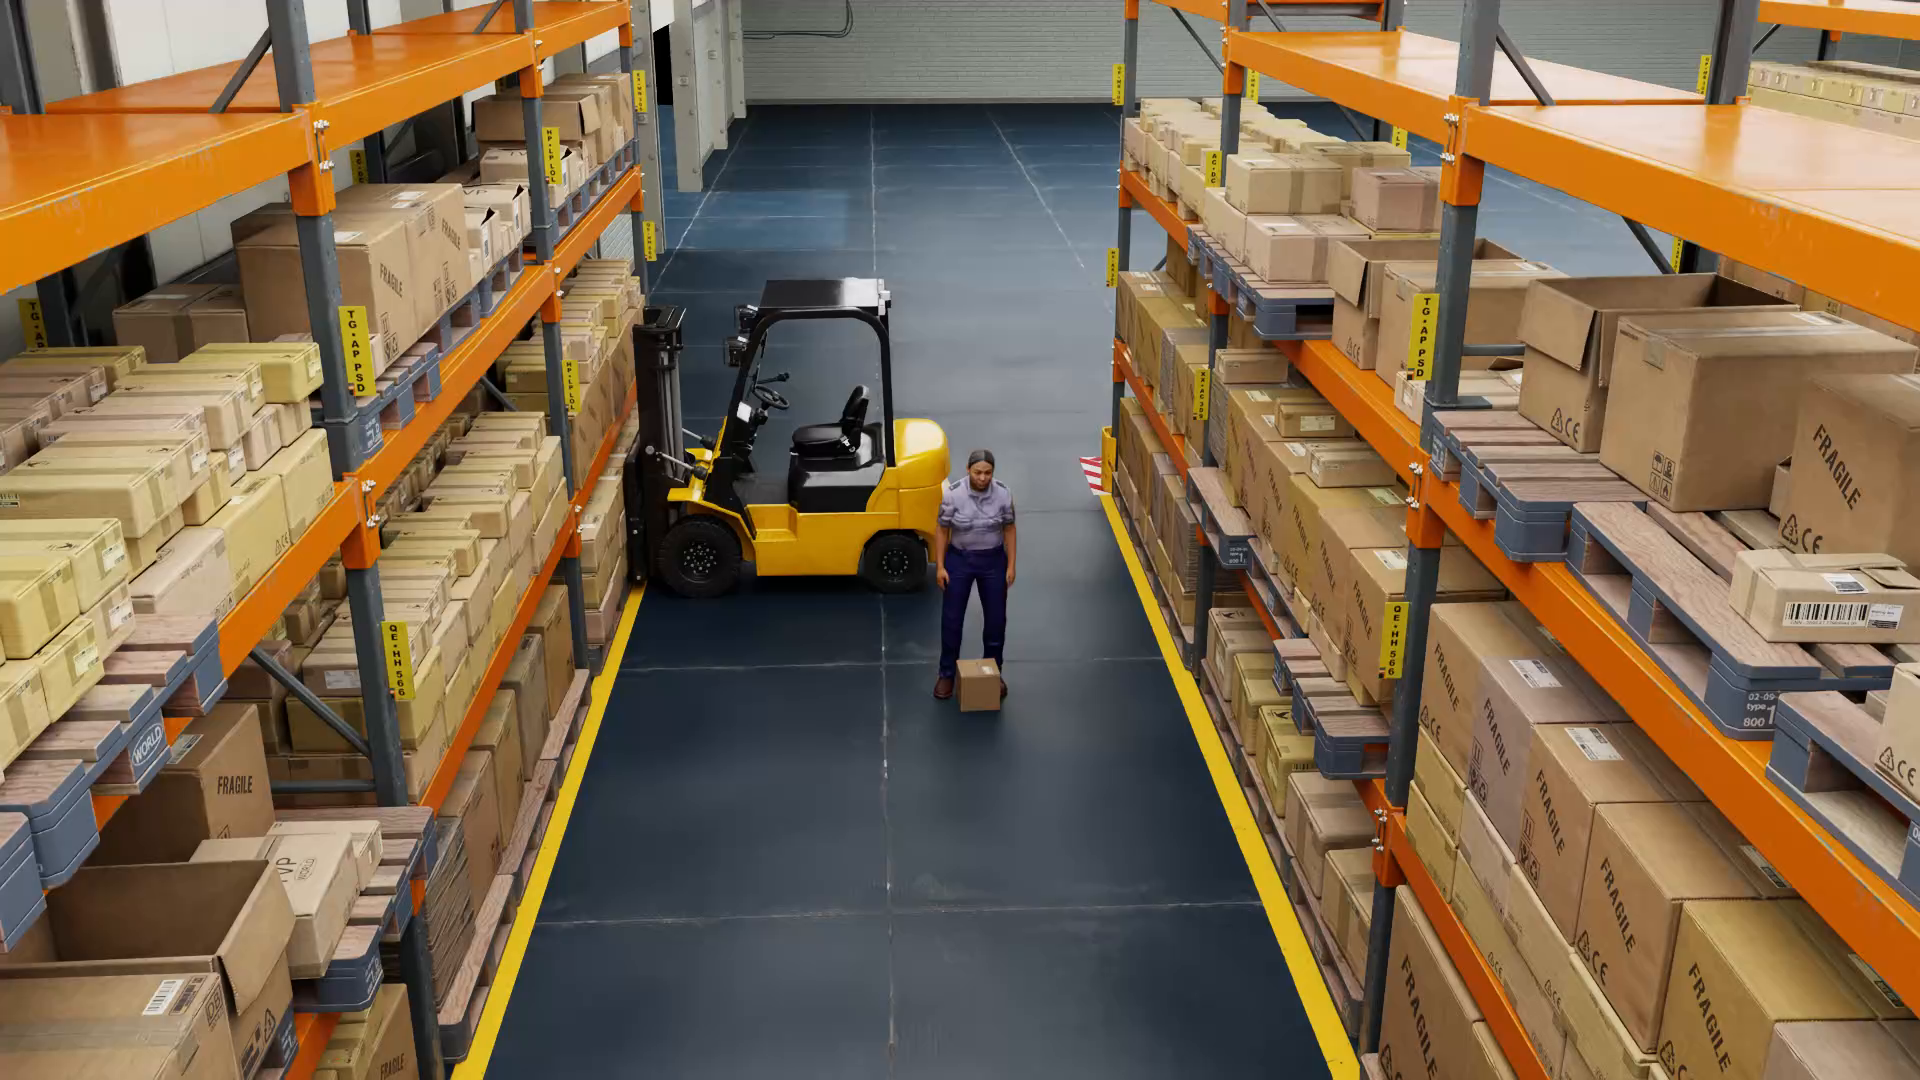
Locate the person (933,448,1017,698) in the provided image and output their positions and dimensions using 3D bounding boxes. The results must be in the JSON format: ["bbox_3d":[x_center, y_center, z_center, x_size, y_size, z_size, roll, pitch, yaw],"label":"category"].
[{"bbox_3d":[0.091,0.186,10.594,0.549,1.650,0.370,-2,21,-5],"label":"person"}]
